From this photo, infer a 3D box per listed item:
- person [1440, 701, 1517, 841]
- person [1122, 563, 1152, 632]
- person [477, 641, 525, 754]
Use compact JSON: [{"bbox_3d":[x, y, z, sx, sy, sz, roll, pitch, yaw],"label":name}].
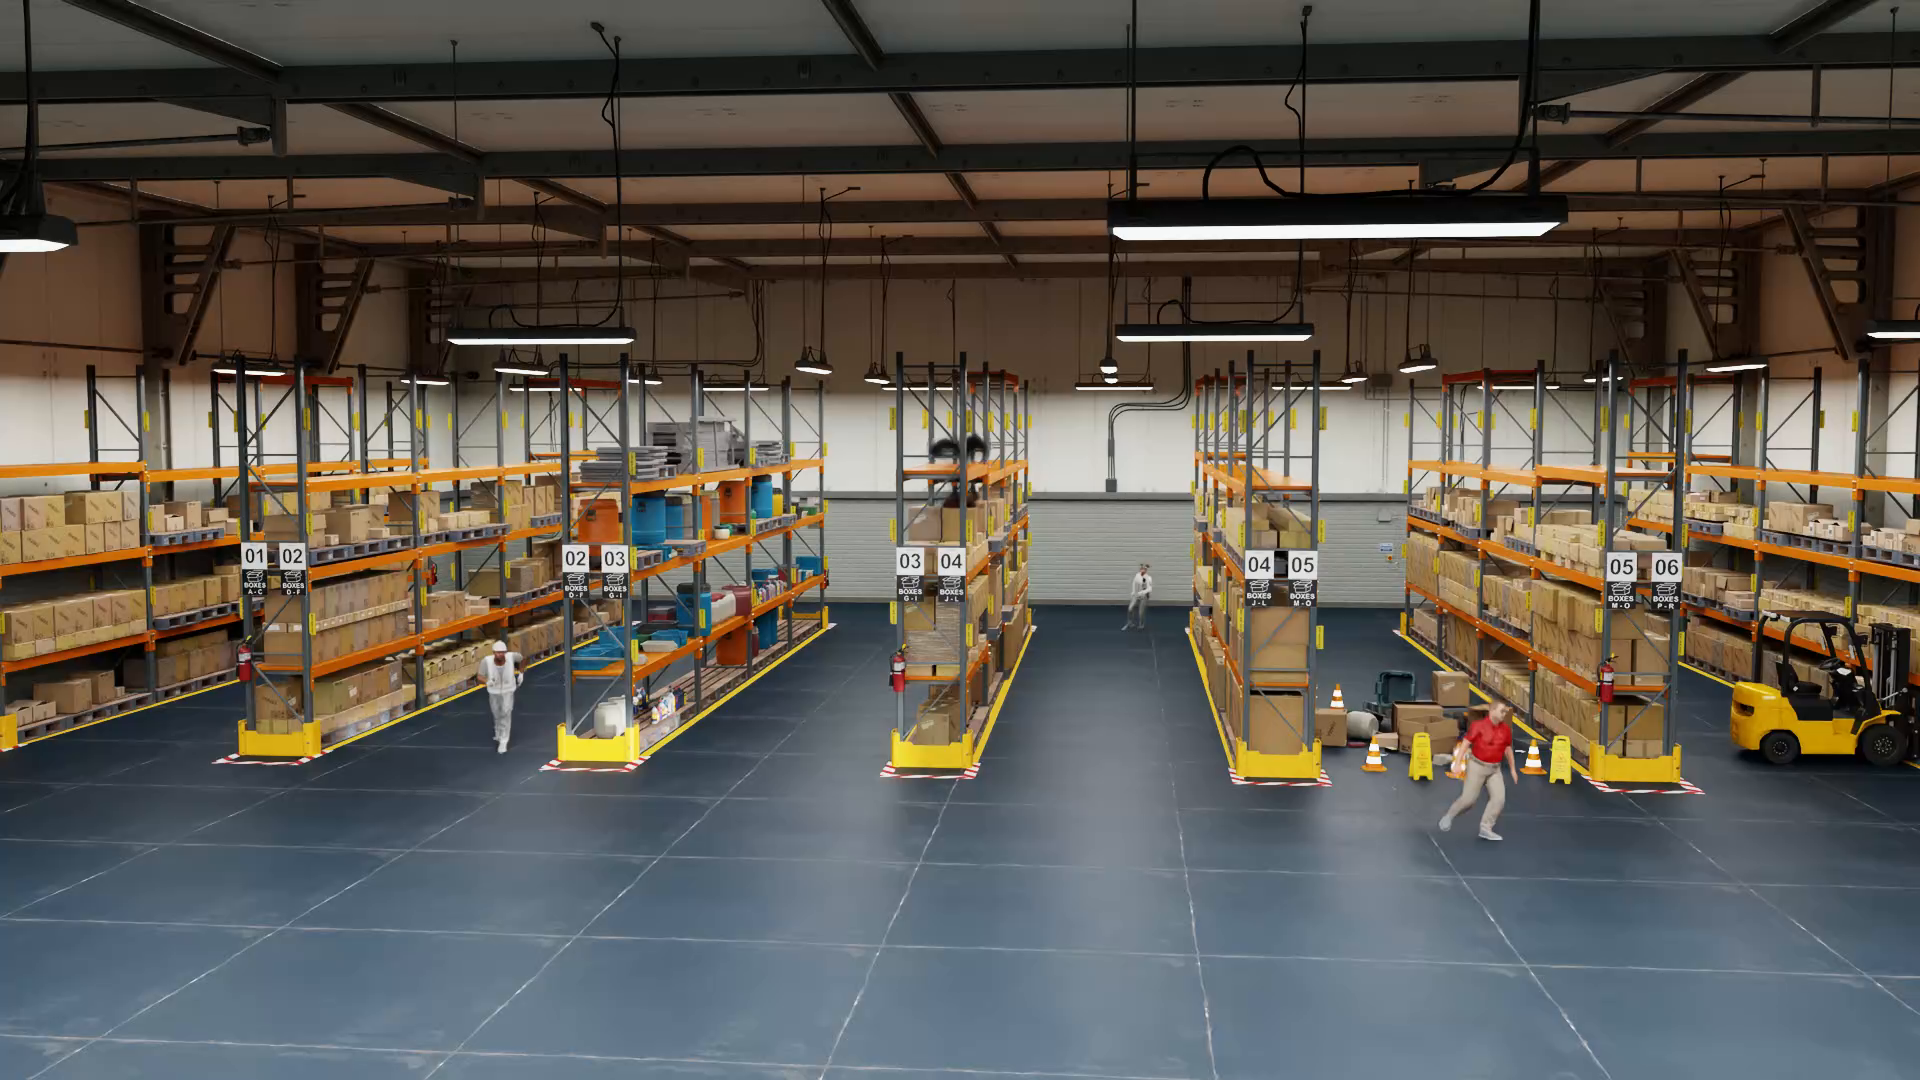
[{"bbox_3d":[6.247,2.742,20.057,0.743,1.668,0.726,-2,4,-23],"label":"person"},{"bbox_3d":[4.257,1.363,39.625,0.732,1.659,0.714,3,5,33],"label":"person"},{"bbox_3d":[-7.035,2.369,25.498,0.715,1.732,1.028,-1,4,-15],"label":"person"}]
